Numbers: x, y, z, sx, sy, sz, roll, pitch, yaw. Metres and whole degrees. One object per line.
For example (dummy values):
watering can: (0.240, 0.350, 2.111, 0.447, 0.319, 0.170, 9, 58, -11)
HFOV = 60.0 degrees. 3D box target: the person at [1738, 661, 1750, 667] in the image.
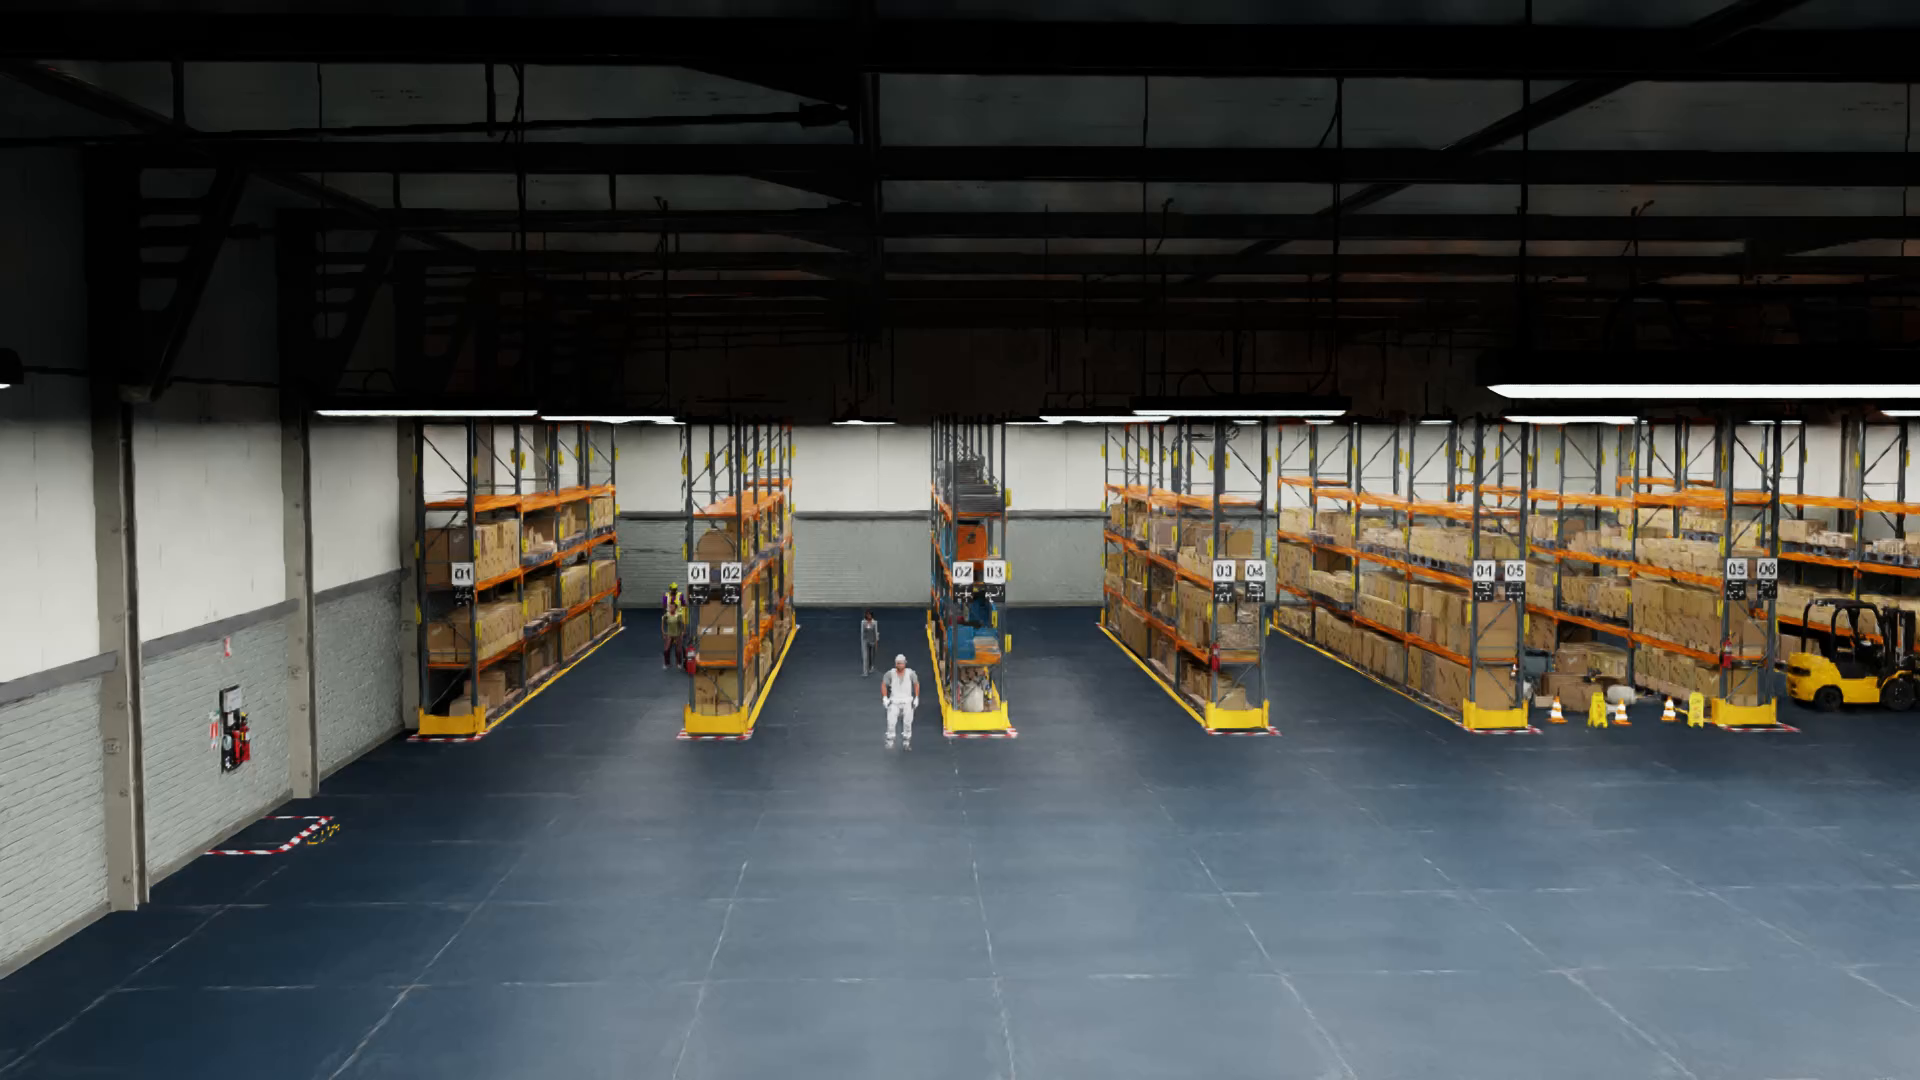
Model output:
person: (16.691, 2.460, 35.516, 0.454, 1.675, 0.525, 2, 4, 28)

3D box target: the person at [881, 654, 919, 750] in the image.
person: (-1.052, 2.862, 29.360, 0.677, 1.742, 0.552, 0, 4, -4)

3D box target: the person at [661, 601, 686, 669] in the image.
person: (-6.782, 2.244, 39.344, 0.598, 1.619, 0.507, 0, 4, -3)

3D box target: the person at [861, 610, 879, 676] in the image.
person: (-2.079, 2.345, 38.288, 0.415, 1.517, 1.041, 0, 4, -5)

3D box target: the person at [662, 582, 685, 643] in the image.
person: (-7.454, 1.925, 43.257, 0.577, 1.691, 1.121, 0, 4, 0)
